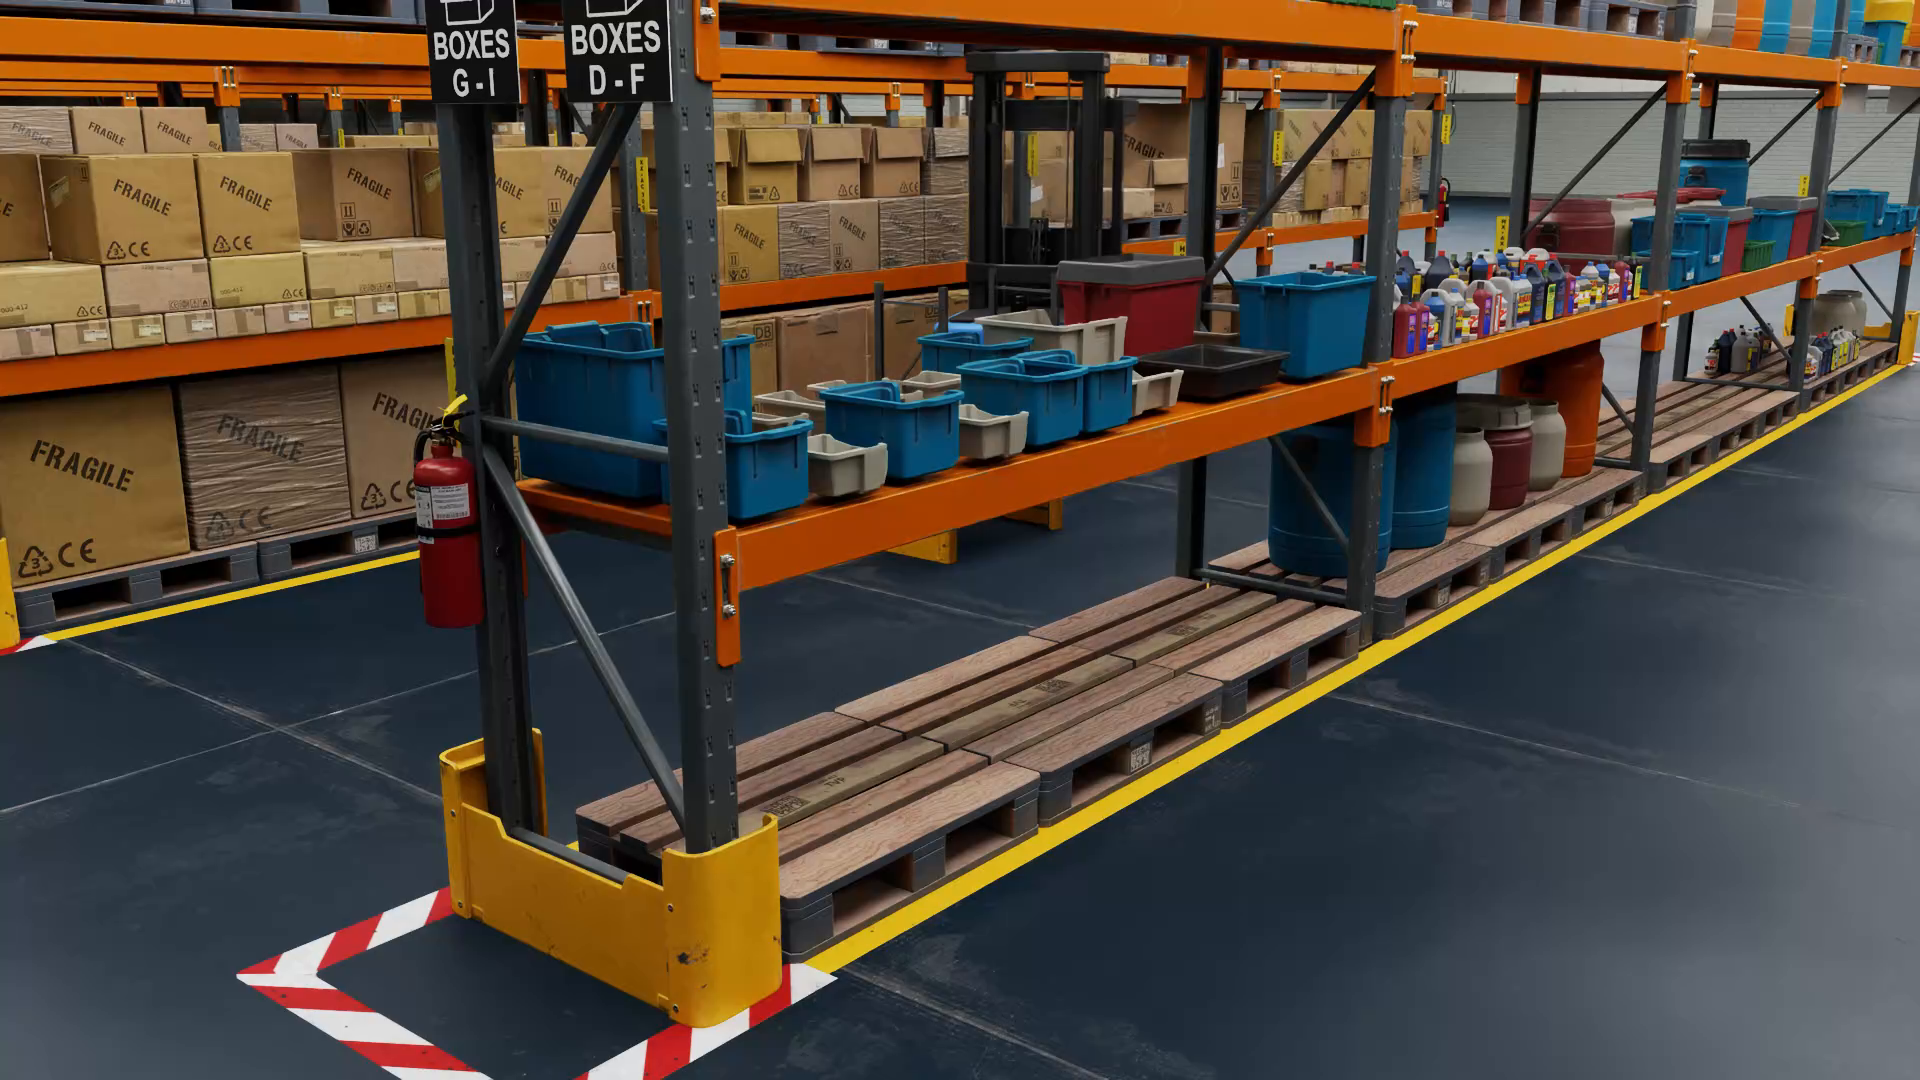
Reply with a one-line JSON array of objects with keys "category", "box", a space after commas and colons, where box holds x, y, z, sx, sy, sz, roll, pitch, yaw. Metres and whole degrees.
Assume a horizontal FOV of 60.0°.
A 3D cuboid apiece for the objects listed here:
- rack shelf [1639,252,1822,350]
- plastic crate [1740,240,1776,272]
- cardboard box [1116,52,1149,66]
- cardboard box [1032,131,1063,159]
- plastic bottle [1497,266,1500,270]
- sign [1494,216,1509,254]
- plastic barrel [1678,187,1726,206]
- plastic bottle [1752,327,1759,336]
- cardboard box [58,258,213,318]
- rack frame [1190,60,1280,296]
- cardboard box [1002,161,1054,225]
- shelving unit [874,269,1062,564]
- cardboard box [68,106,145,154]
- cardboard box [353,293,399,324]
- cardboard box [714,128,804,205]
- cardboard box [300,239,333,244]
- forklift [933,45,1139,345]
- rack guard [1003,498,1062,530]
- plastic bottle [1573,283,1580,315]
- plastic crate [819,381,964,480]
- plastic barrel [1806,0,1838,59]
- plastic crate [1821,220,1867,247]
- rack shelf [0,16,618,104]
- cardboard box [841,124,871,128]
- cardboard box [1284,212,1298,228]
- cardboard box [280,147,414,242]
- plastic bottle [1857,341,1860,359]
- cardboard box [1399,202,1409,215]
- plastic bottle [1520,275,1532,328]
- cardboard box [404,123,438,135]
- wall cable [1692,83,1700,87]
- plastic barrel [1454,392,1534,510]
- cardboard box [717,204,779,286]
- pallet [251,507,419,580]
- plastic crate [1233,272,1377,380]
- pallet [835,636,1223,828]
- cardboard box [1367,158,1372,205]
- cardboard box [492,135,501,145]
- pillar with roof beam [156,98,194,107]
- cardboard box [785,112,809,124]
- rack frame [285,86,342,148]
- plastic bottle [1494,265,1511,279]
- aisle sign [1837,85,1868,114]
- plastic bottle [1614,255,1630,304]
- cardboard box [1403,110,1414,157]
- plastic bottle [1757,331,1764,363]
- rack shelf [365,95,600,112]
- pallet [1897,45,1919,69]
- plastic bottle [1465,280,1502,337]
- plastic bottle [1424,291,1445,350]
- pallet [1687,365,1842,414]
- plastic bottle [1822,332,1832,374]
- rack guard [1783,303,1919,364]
[{"category": "rack shelf", "box": [5.253, -1.833, 12.206, 1.077, 0.370, 4.000, 11, 18, 38]}, {"category": "plastic crate", "box": [5.635, -2.084, 12.166, 0.450, 0.188, 0.662, 11, 18, 38]}, {"category": "cardboard box", "box": [1.275, -4.195, 14.255, 0.500, 0.250, 0.500, 12, 18, 39]}, {"category": "cardboard box", "box": [0.840, -5.295, 21.877, 0.875, 0.550, 0.550, 11, 18, 38]}, {"category": "plastic bottle", "box": [3.317, -1.633, 10.360, 0.097, 0.201, 0.097, 0, 14, 0]}, {"category": "sign", "box": [3.563, -1.961, 10.919, 0.100, 0.325, 0.005, 11, 18, 38]}, {"category": "plastic barrel", "box": [5.738, -2.481, 13.021, 0.433, 0.535, 0.433, 0, 14, 0]}, {"category": "plastic bottle", "box": [7.364, -1.837, 15.411, 0.097, 0.271, 0.097, 0, 14, 0]}, {"category": "cardboard box", "box": [-4.052, -1.255, 8.171, 0.500, 0.250, 0.500, 11, 18, 37]}, {"category": "rack frame", "box": [2.657, -3.331, 16.642, 1.000, 3.000, 0.127, 11, 18, 38]}, {"category": "cardboard box", "box": [0.452, -2.926, 13.994, 0.500, 0.500, 0.500, 9, 17, 31]}, {"category": "shelving unit", "box": [0.048, -0.742, 9.496, 0.587, 1.500, 1.083, 11, 18, 38]}, {"category": "cardboard box", "box": [-6.571, -3.031, 12.625, 0.500, 0.500, 0.500, 11, 18, 36]}, {"category": "cardboard box", "box": [-3.276, -1.273, 9.052, 0.380, 0.149, 0.250, 12, 18, 38]}, {"category": "cardboard box", "box": [-1.535, -2.587, 11.472, 0.797, 0.503, 0.637, 12, 18, 38]}, {"category": "cardboard box", "box": [-3.823, -1.533, 9.266, 0.500, 0.250, 0.500, 11, 18, 38]}, {"category": "forklift", "box": [0.664, -2.117, 12.004, 1.130, 2.935, 3.031, 4, 15, 14]}, {"category": "rack guard", "box": [0.361, -0.231, 10.025, 0.587, 0.250, 0.087, 11, 18, 38]}, {"category": "plastic bottle", "box": [3.413, -1.365, 9.306, 0.097, 0.201, 0.097, 0, 14, 0]}, {"category": "plastic crate", "box": [-0.207, -0.337, 5.074, 0.416, 0.233, 0.300, 11, 18, 38]}, {"category": "plastic barrel", "box": [6.359, -4.130, 12.678, 0.600, 0.901, 0.708, 11, 18, 38]}, {"category": "plastic crate", "box": [7.582, -2.678, 14.502, 0.450, 0.188, 0.662, 11, 18, 38]}, {"category": "rack shelf", "box": [-3.628, -2.521, 8.823, 1.077, 0.370, 4.000, 11, 18, 38]}, {"category": "cardboard box", "box": [-1.445, -4.555, 19.226, 0.700, 0.500, 0.500, 11, 18, 37]}, {"category": "cardboard box", "box": [3.194, -3.249, 16.832, 0.380, 0.149, 0.250, 11, 18, 38]}, {"category": "cardboard box", "box": [-3.510, -1.988, 9.534, 0.500, 0.500, 0.500, 11, 18, 36]}, {"category": "plastic bottle", "box": [8.210, -1.768, 15.279, 0.097, 0.201, 0.097, 0, 14, 0]}, {"category": "cardboard box", "box": [4.878, -3.785, 18.940, 0.380, 0.149, 0.250, 11, 18, 38]}, {"category": "plastic bottle", "box": [2.952, -1.258, 8.744, 0.097, 0.271, 0.097, 0, 14, 0]}, {"category": "cardboard box", "box": [-6.756, -5.166, 20.888, 0.380, 0.149, 0.250, 10, 17, 35]}, {"category": "wall cable", "box": [21.571, -15.592, 45.818, 2.305, 6.003, 0.169, 11, 18, 38]}, {"category": "plastic barrel", "box": [2.992, -0.520, 9.624, 0.600, 0.588, 0.708, 11, 18, 38]}, {"category": "cardboard box", "box": [-1.572, -1.993, 11.173, 0.500, 0.500, 0.500, 11, 18, 38]}, {"category": "pallet", "box": [-3.676, -0.079, 9.505, 1.003, 0.211, 1.213, 11, 18, 38]}, {"category": "plastic crate", "box": [1.454, -0.911, 7.029, 0.392, 0.384, 0.575, 11, 18, 38]}, {"category": "pallet", "box": [0.283, 0.701, 6.436, 1.003, 0.211, 1.213, 11, 18, 38]}, {"category": "cardboard box", "box": [4.236, -3.985, 18.410, 0.875, 0.500, 0.500, 11, 18, 38]}, {"category": "cardboard box", "box": [-6.131, -4.843, 20.935, 0.500, 0.500, 0.500, 10, 18, 35]}, {"category": "pillar with roof beam", "box": [-7.961, -7.496, 20.855, 9.100, 9.000, 0.400, 11, 18, 38]}, {"category": "cardboard box", "box": [-2.688, -6.176, 25.004, 0.700, 0.500, 0.500, 11, 18, 36]}, {"category": "rack frame", "box": [-7.565, -4.098, 19.663, 1.000, 3.000, 0.127, 11, 18, 38]}, {"category": "plastic bottle", "box": [3.290, -1.565, 10.094, 0.097, 0.201, 0.097, 0, 14, 0]}, {"category": "aisle sign", "box": [8.841, -4.649, 16.553, 0.394, 0.787, 0.004, 11, 18, 38]}, {"category": "plastic bottle", "box": [3.928, -1.554, 9.885, 0.061, 0.283, 0.133, 11, 18, 38]}, {"category": "cardboard box", "box": [4.708, -4.534, 18.540, 0.500, 0.500, 0.500, 11, 18, 38]}, {"category": "plastic bottle", "box": [7.202, -1.742, 15.010, 0.061, 0.283, 0.133, 11, 18, 38]}, {"category": "rack shelf", "box": [-7.657, -7.120, 26.927, 1.077, 0.370, 4.000, 11, 18, 38]}, {"category": "pallet", "box": [8.428, -4.549, 15.730, 1.003, 0.211, 1.213, 11, 18, 38]}, {"category": "plastic bottle", "box": [2.651, -1.179, 8.424, 0.152, 0.276, 0.135, 11, 18, 38]}, {"category": "plastic bottle", "box": [2.247, -1.043, 7.898, 0.097, 0.271, 0.097, 0, 14, 0]}, {"category": "pallet", "box": [6.964, -1.335, 14.449, 1.003, 0.211, 1.213, 11, 18, 38]}, {"category": "plastic bottle", "box": [7.458, -1.620, 14.395, 0.144, 0.351, 0.185, 10, 18, 35]}, {"category": "rack guard", "box": [9.013, -2.097, 16.862, 1.175, 0.500, 0.348, 11, 18, 38]}]
